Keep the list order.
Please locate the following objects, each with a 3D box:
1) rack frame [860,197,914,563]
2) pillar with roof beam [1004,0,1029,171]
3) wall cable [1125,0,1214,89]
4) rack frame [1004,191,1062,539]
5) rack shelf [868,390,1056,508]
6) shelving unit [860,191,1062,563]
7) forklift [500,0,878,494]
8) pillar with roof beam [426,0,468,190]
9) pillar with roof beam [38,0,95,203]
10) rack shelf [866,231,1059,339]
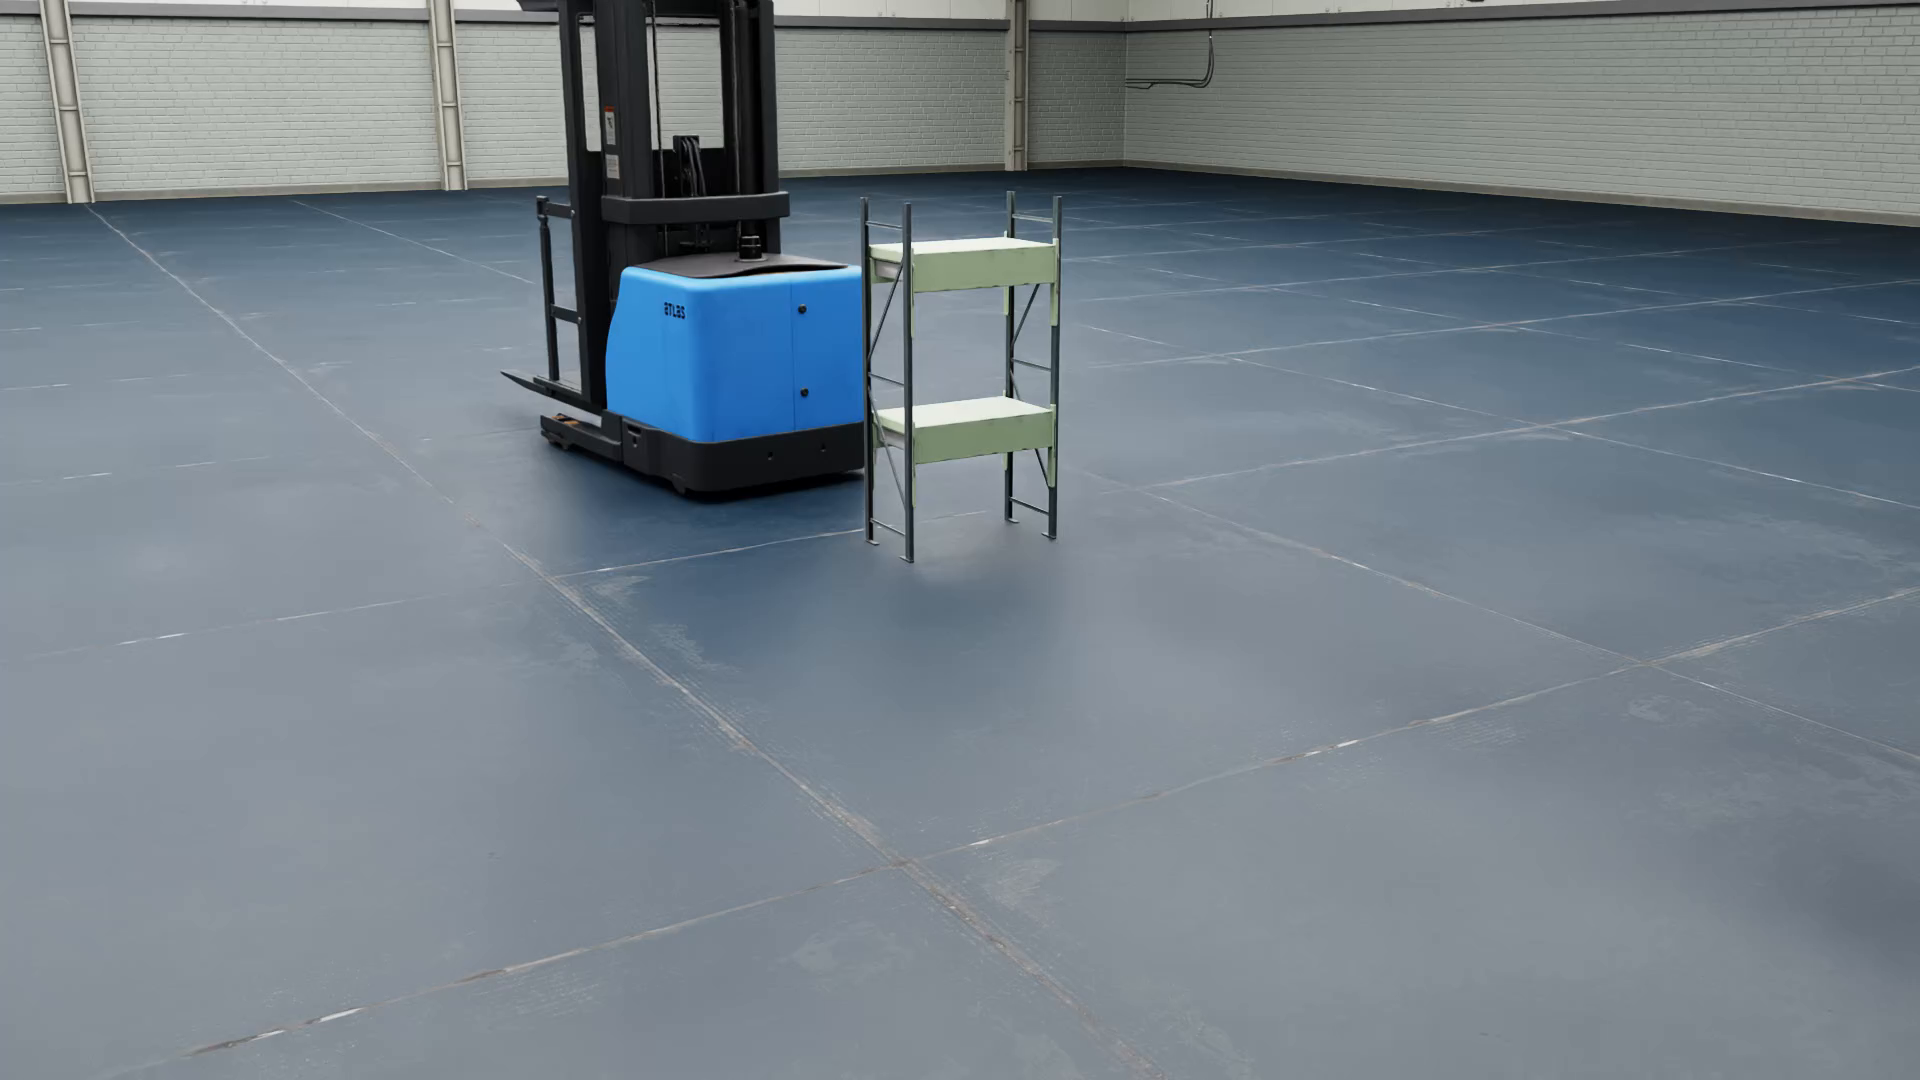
[{"bbox_3d":[-0.308,-0.672,7.029,0.023,1.500,0.400,-9,18,-30],"label":"rack frame"},{"bbox_3d":[3.419,-11.306,31.072,0.400,9.000,9.100,-9,18,-30],"label":"pillar with roof beam"},{"bbox_3d":[4.409,-10.911,35.414,0.112,2.526,3.097,-9,18,-30],"label":"wall cable"},{"bbox_3d":[0.319,-0.774,7.392,0.023,1.500,0.400,-9,18,-30],"label":"rack frame"},{"bbox_3d":[0.006,-0.409,7.299,0.720,0.370,0.431,-9,18,-30],"label":"rack shelf"},{"bbox_3d":[0.006,-0.723,7.211,0.755,1.500,0.431,-9,18,-30],"label":"shelving unit"},{"bbox_3d":[-1.698,-1.974,9.022,1.130,2.935,3.031,-11,19,-35],"label":"forklift"},{"bbox_3d":[-6.867,-9.638,25.121,0.400,9.000,9.100,-9,18,-30],"label":"pillar with roof beam"},{"bbox_3d":[-12.010,-8.804,22.146,0.400,9.000,9.100,-9,18,-30],"label":"pillar with roof beam"},{"bbox_3d":[0.006,-1.099,7.105,0.720,0.370,0.431,-9,18,-30],"label":"rack shelf"}]
